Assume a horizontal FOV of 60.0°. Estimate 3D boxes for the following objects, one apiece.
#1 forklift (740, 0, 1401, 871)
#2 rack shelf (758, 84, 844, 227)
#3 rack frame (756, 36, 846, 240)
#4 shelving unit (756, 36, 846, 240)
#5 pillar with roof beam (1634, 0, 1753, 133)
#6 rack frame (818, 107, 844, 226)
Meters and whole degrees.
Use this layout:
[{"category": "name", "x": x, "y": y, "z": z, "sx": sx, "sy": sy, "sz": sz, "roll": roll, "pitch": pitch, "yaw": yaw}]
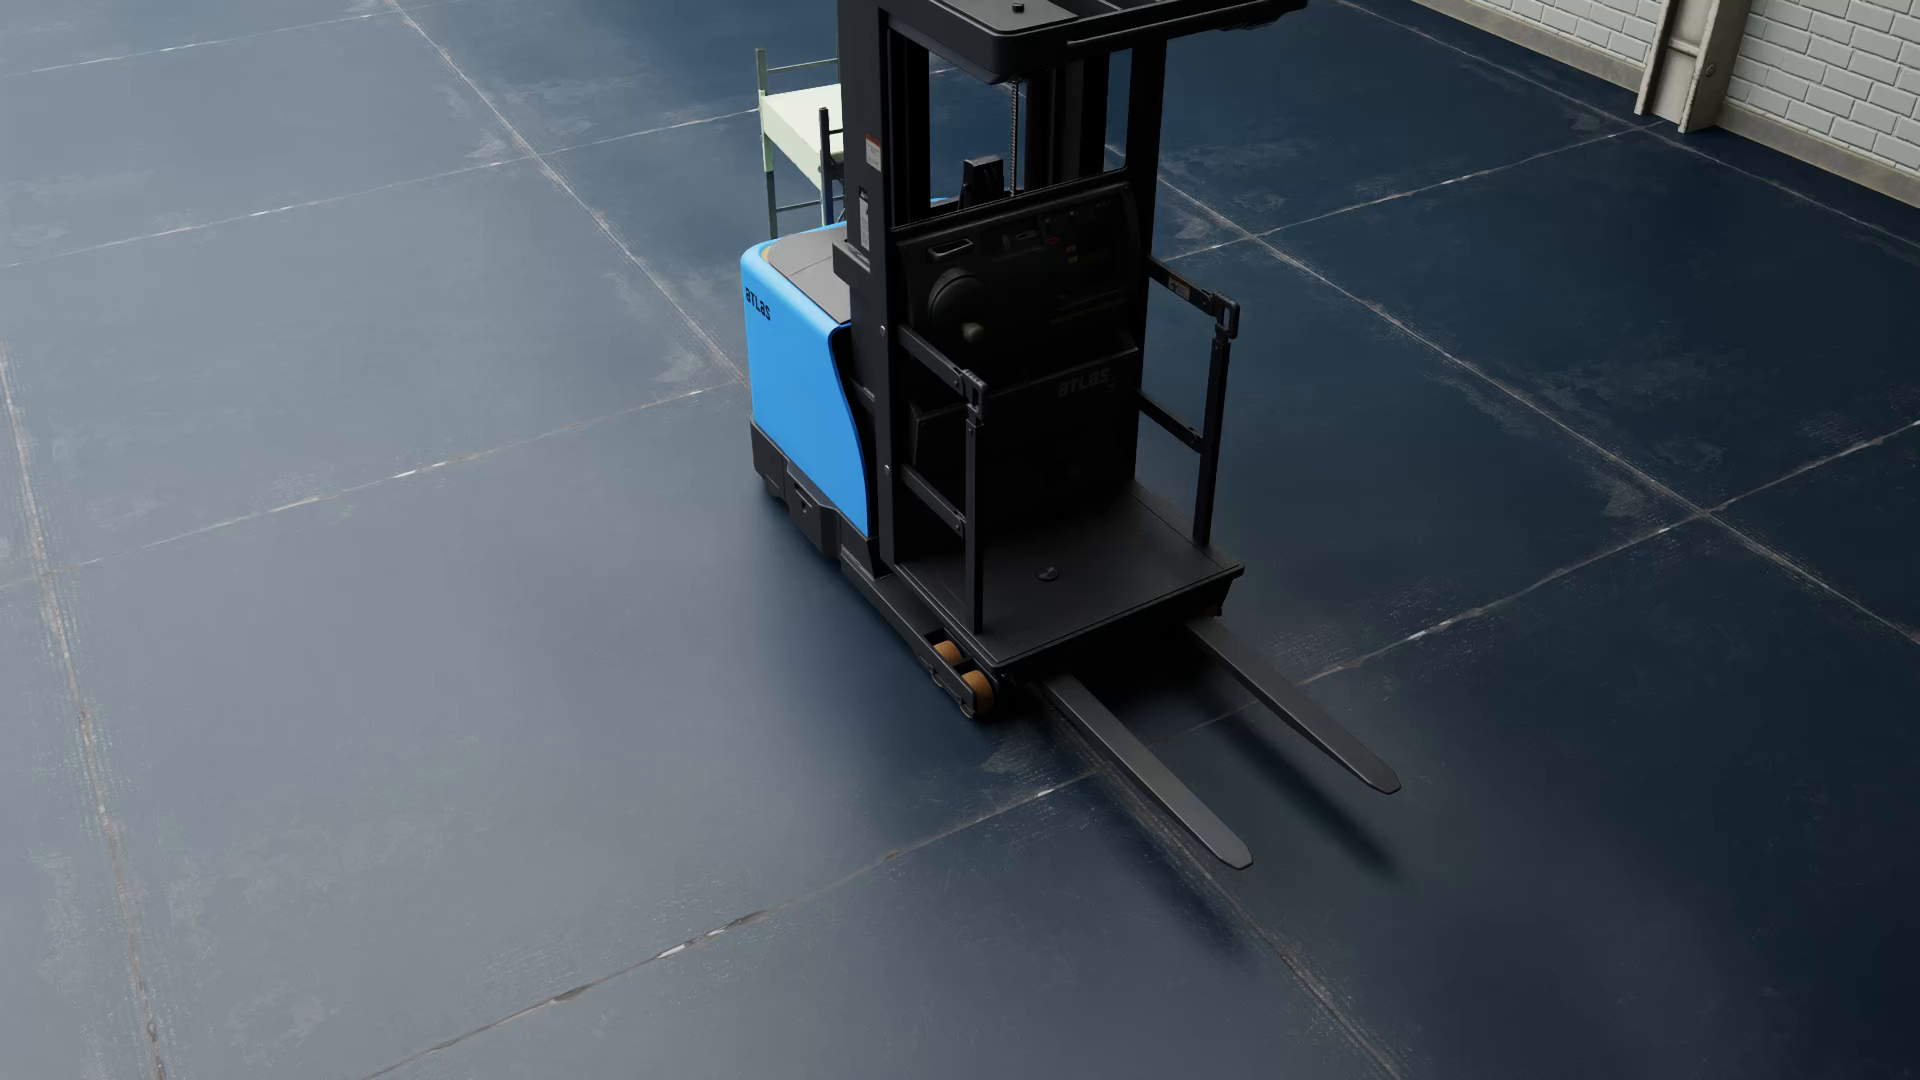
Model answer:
[{"category": "forklift", "x": 0.328, "y": -0.871, "z": 5.458, "sx": 1.130, "sy": 2.935, "sz": 3.031, "roll": -20, "pitch": 41, "yaw": -25}, {"category": "rack shelf", "x": -0.527, "y": -1.646, "z": 7.070, "sx": 0.431, "sy": 0.370, "sz": 0.720, "roll": -16, "pitch": 39, "yaw": -20}, {"category": "rack frame", "x": -0.683, "y": -1.526, "z": 7.568, "sx": 0.400, "sy": 1.500, "sz": 0.023, "roll": -16, "pitch": 39, "yaw": -20}, {"category": "shelving unit", "x": -0.527, "y": -1.331, "z": 7.300, "sx": 0.431, "sy": 1.500, "sz": 0.755, "roll": -16, "pitch": 39, "yaw": -20}, {"category": "pillar with roof beam", "x": 0.731, "y": -4.985, "z": 5.946, "sx": 9.100, "sy": 9.000, "sz": 0.400, "roll": -19, "pitch": 40, "yaw": -24}, {"category": "rack frame", "x": -0.371, "y": -1.136, "z": 7.033, "sx": 0.400, "sy": 1.500, "sz": 0.023, "roll": -16, "pitch": 39, "yaw": -20}]
